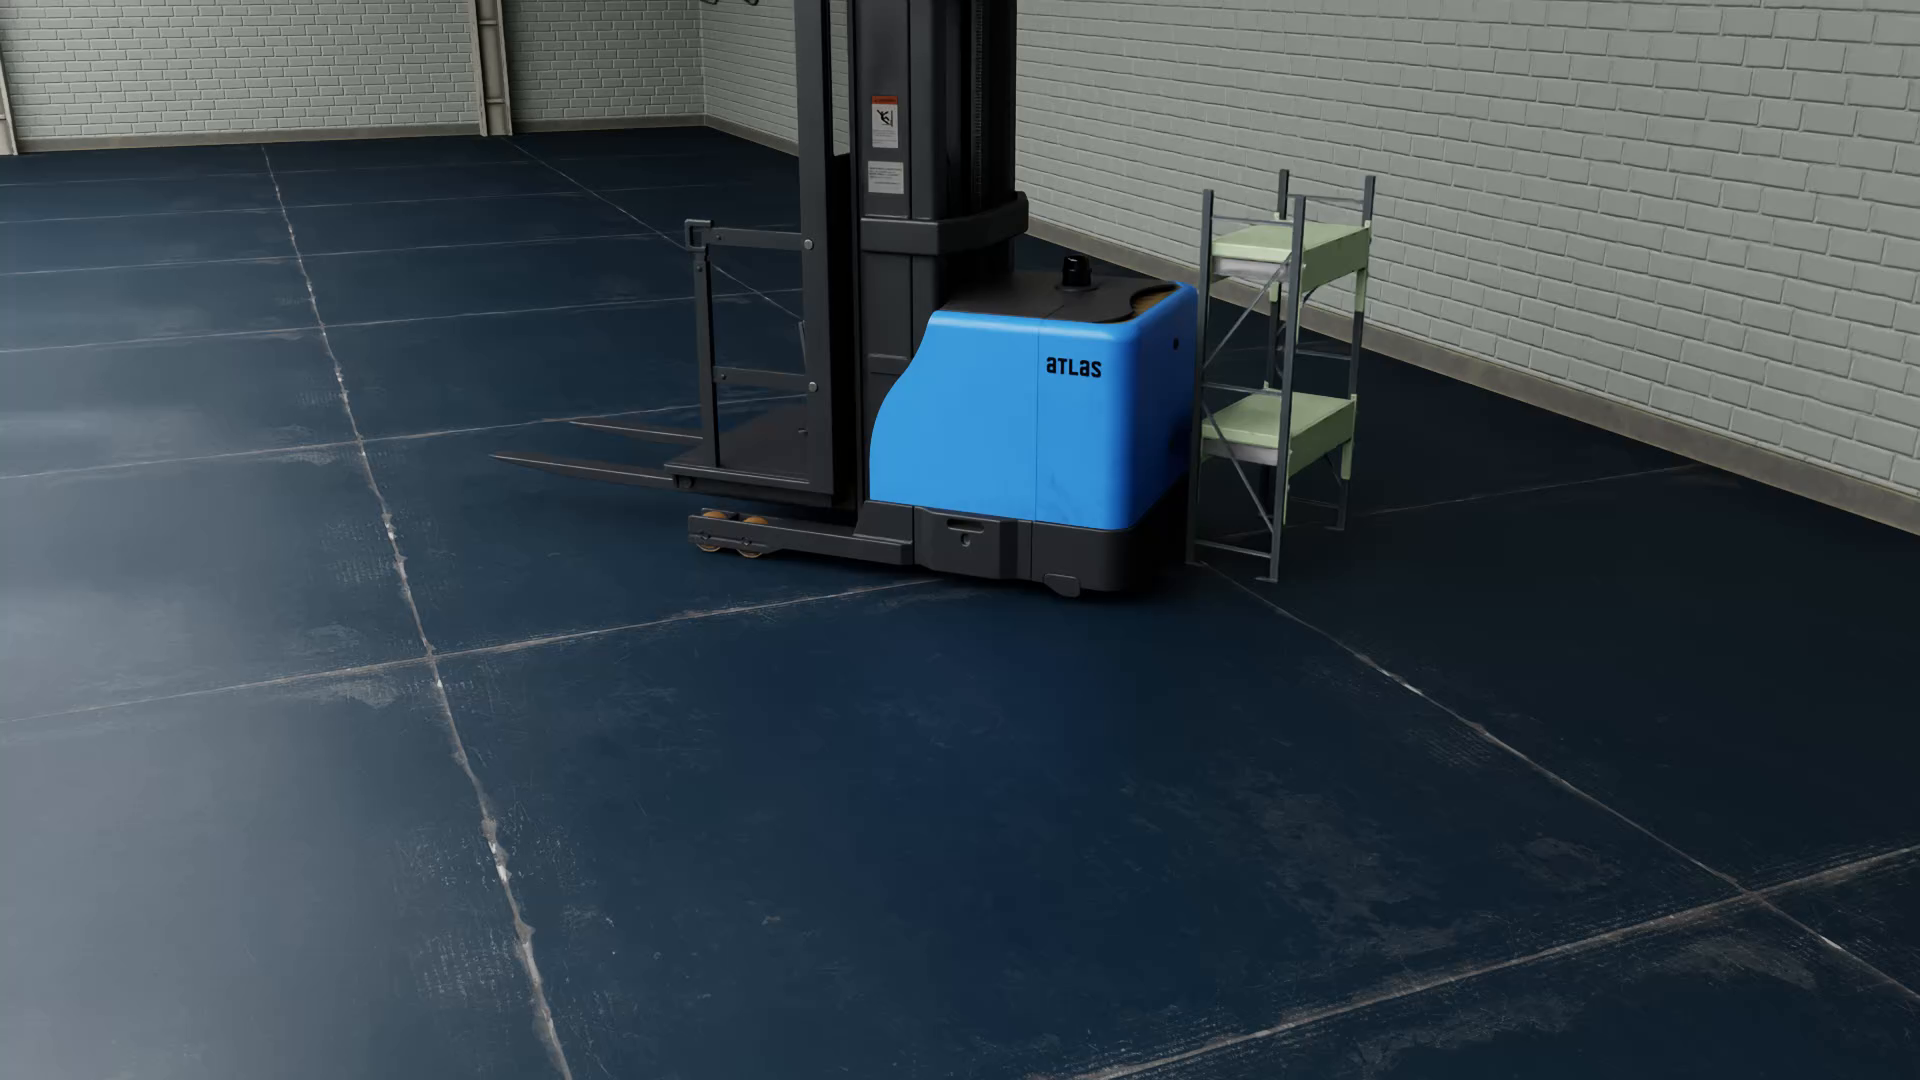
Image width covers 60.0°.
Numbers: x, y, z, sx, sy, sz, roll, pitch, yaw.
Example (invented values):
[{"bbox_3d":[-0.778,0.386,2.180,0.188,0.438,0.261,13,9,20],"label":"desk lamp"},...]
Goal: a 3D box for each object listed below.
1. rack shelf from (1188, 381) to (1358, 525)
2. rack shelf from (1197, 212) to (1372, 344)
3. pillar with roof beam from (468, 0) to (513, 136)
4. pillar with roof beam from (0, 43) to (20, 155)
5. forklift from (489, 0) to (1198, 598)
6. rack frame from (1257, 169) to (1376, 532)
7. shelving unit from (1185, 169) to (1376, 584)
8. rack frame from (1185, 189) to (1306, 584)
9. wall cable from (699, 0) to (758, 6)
[{"bbox_3d":[1.284,-0.370,6.795,0.431,0.370,0.720,12,23,31],"label":"rack shelf"},{"bbox_3d":[1.285,-1.045,6.556,0.431,0.370,0.720,12,23,31],"label":"rack shelf"},{"bbox_3d":[-4.659,-8.500,17.613,0.400,9.000,9.100,-8,21,-22],"label":"pillar with roof beam"},{"bbox_3d":[-10.168,-7.711,15.371,0.400,9.000,9.100,-8,21,-22],"label":"pillar with roof beam"},{"bbox_3d":[-0.579,-1.461,6.759,3.031,2.935,1.130,8,21,21],"label":"forklift"},{"bbox_3d":[1.483,-0.779,6.976,0.400,1.500,0.023,12,23,31],"label":"rack frame"},{"bbox_3d":[1.284,-0.677,6.686,0.431,1.500,0.755,12,23,31],"label":"shelving unit"},{"bbox_3d":[1.086,-0.575,6.396,0.400,1.500,0.023,12,23,31],"label":"rack frame"},{"bbox_3d":[-3.135,-8.332,21.812,0.112,2.526,3.097,-8,21,-22],"label":"wall cable"}]
